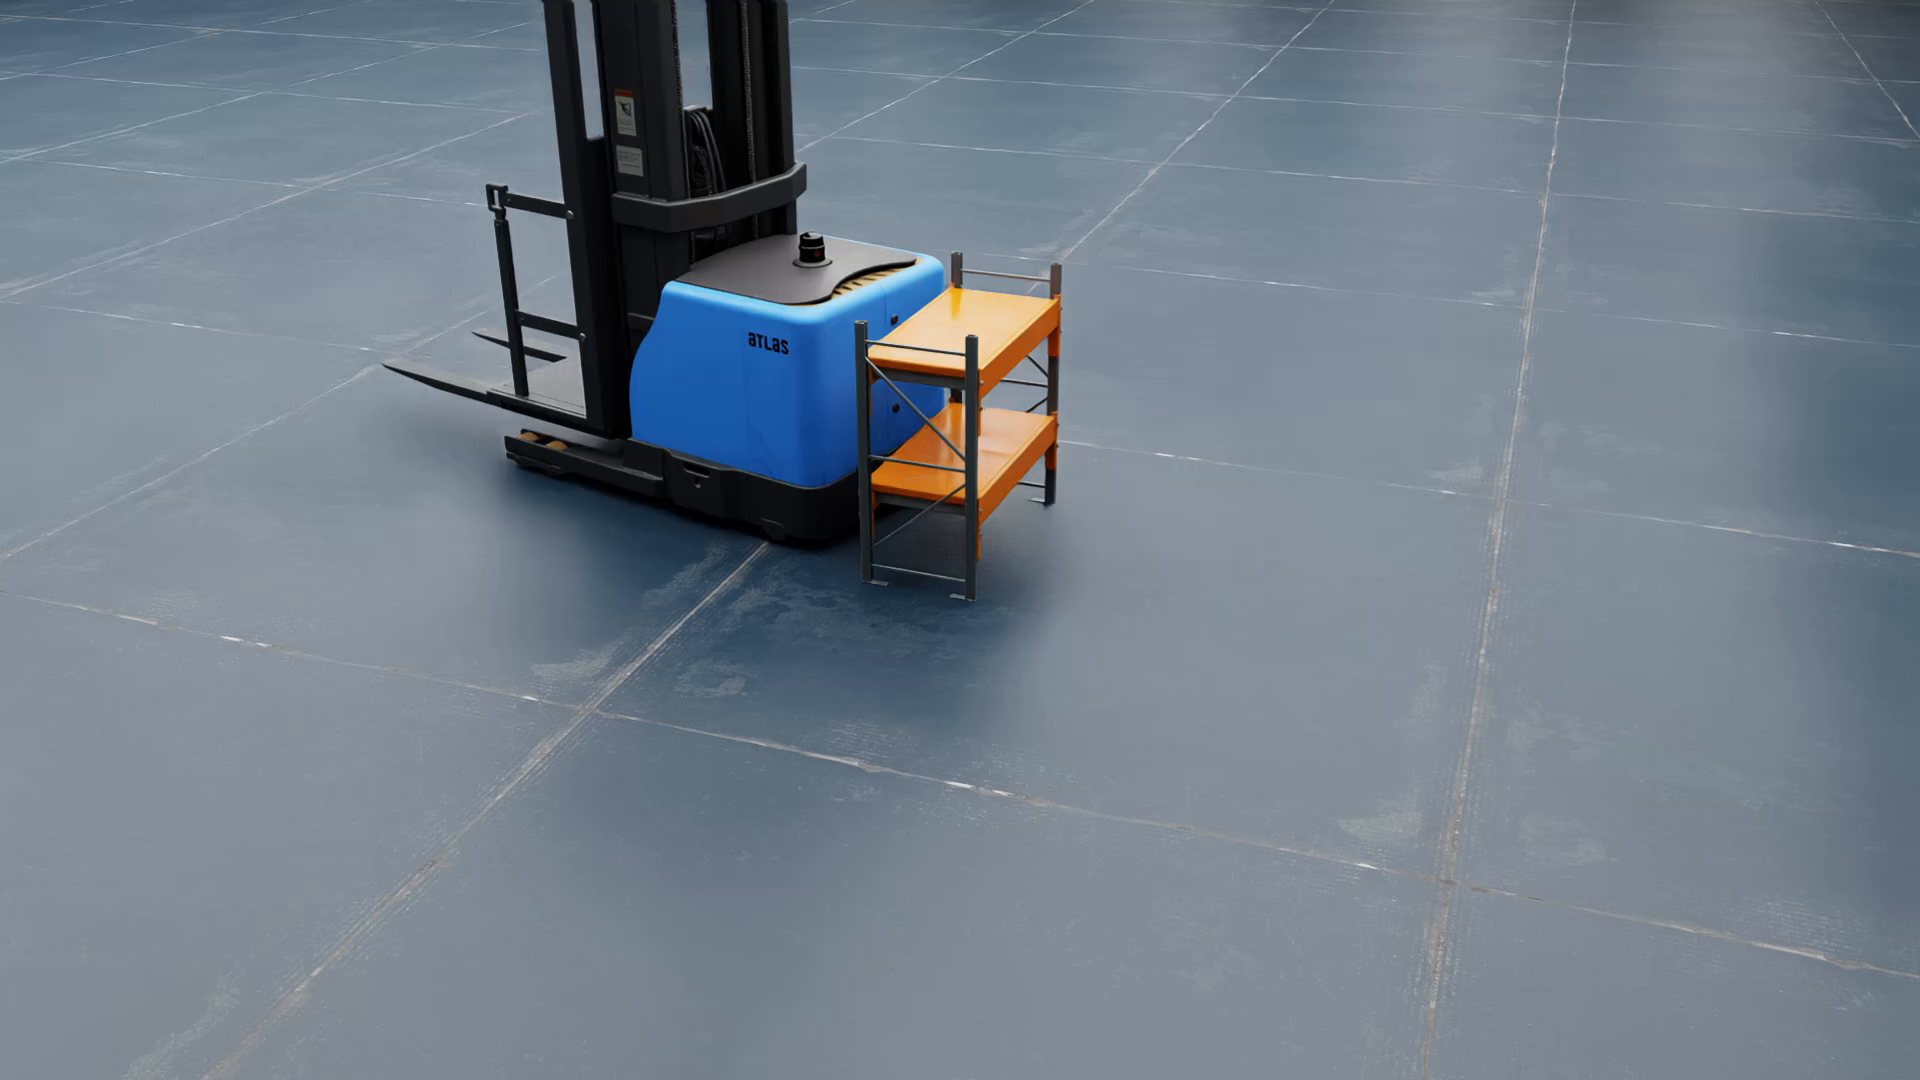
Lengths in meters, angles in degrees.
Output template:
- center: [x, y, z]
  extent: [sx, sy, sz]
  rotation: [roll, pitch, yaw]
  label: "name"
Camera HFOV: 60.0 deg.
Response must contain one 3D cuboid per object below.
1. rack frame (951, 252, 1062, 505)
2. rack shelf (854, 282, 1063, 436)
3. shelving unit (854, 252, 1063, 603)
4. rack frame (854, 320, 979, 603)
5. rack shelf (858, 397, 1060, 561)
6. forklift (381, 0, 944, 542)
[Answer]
- center: [0.199, -0.711, 7.428]
  extent: [0.500, 1.125, 0.032]
  rotation: [10, 27, 19]
  label: "rack frame"
- center: [0.015, -0.768, 6.873]
  extent: [0.538, 0.278, 1.000]
  rotation: [10, 27, 19]
  label: "rack shelf"
- center: [0.015, -0.504, 7.001]
  extent: [0.538, 1.125, 1.048]
  rotation: [10, 27, 19]
  label: "shelving unit"
- center: [-0.169, -0.298, 6.574]
  extent: [0.500, 1.125, 0.032]
  rotation: [10, 27, 19]
  label: "rack frame"
- center: [0.015, -0.284, 7.107]
  extent: [0.538, 0.278, 1.000]
  rotation: [10, 27, 19]
  label: "rack shelf"
- center: [-1.566, -1.793, 7.589]
  extent: [3.031, 2.935, 1.130]
  rotation: [16, 30, 30]
  label: "forklift"
